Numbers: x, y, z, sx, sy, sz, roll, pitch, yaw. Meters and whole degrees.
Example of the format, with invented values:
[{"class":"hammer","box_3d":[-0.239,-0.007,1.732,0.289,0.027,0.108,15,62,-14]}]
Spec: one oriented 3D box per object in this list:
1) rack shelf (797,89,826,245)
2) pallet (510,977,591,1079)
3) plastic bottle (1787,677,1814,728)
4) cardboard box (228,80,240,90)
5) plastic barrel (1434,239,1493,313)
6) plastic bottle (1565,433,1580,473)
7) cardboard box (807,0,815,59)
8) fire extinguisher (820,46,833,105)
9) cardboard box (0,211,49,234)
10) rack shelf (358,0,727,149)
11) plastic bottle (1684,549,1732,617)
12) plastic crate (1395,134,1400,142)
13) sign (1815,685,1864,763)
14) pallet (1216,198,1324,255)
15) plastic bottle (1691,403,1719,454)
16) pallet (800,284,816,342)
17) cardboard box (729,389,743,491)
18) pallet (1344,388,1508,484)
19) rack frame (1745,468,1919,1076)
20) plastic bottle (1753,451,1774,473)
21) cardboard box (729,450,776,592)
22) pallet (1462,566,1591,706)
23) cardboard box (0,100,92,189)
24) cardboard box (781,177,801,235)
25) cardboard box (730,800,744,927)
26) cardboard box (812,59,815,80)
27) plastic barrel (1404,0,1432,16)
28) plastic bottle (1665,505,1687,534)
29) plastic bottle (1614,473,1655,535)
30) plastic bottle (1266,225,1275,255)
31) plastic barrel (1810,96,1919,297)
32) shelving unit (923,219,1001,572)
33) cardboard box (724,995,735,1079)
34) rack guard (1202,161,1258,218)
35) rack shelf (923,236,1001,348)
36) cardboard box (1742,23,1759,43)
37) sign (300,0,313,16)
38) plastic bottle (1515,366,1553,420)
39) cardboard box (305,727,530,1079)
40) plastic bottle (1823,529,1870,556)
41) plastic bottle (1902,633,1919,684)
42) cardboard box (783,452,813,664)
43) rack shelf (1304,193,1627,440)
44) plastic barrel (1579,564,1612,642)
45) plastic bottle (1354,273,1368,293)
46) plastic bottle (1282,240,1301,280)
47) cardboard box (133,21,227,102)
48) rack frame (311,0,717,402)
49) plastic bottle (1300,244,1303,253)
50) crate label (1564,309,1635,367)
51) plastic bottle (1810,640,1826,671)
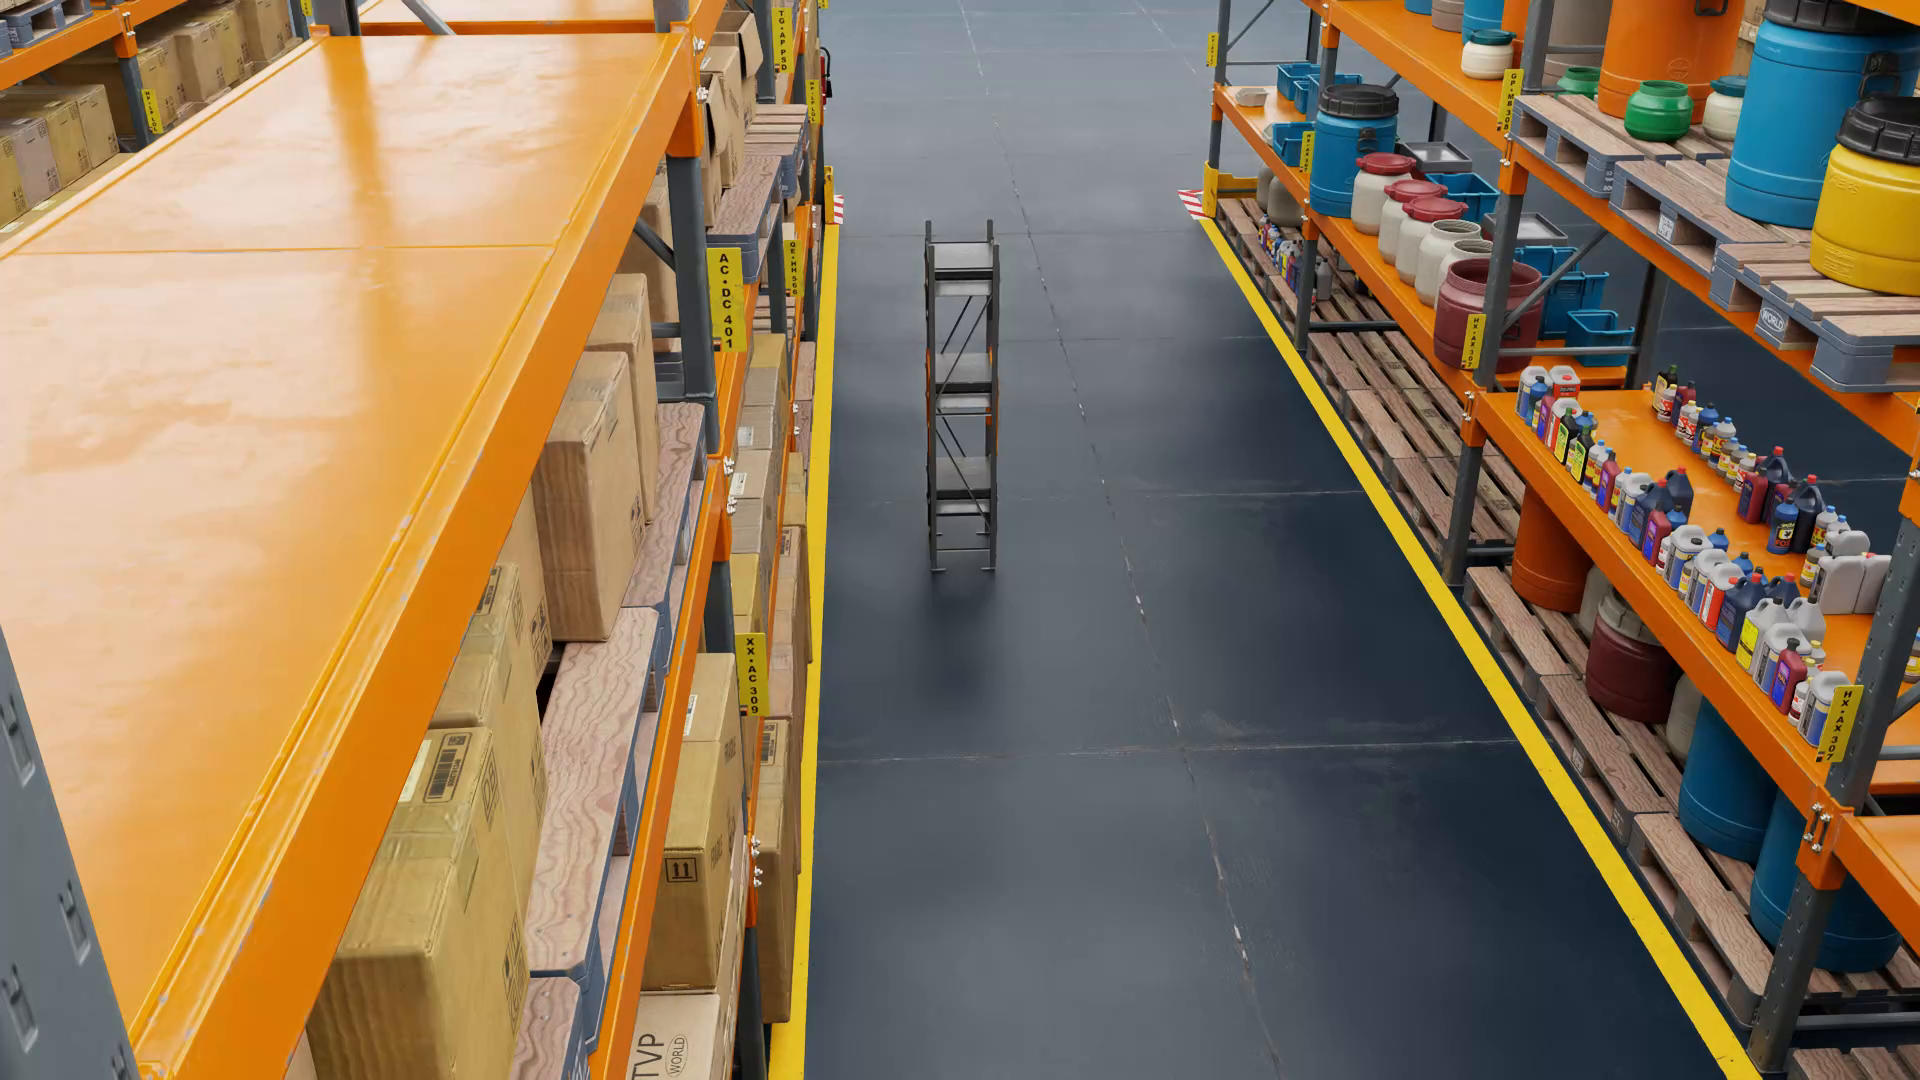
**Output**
[{"class":"rack shelf","box_3d":[-1.776,-3.410,14.823,1.077,0.370,4.000,-1,28,-3]},{"class":"pallet","box_3d":[-1.094,1.103,2.243,1.003,0.211,1.213,-1,28,-3]},{"class":"plastic bottle","box_3d":[3.315,0.630,6.513,0.097,0.201,0.097,0,28,0]},{"class":"cardboard box","box_3d":[-6.751,-3.717,14.471,0.875,0.550,0.500,-1,28,-3]},{"class":"plastic barrel","box_3d":[3.216,-1.597,10.448,0.421,0.512,0.421,0,28,0]},{"class":"plastic bottle","box_3d":[3.193,-0.453,8.589,0.097,0.201,0.097,0,28,0]},{"class":"cardboard box","box_3d":[-1.550,-4.563,14.743,0.500,0.500,0.500,-1,28,-3]},{"class":"fire extinguisher","box_3d":[-1.426,-4.682,16.568,0.296,0.674,0.183,-1,28,-3]},{"class":"cardboard box","box_3d":[-6.254,-1.841,10.928,0.500,0.500,0.500,-2,28,-3]},{"class":"rack shelf","box_3d":[-1.359,-2.198,6.444,1.077,0.370,4.000,-1,28,-3]},{"class":"plastic bottle","box_3d":[3.296,0.186,7.283,0.152,0.276,0.135,-1,28,-3]},{"class":"plastic crate","box_3d":[3.485,-3.465,14.379,0.450,0.188,0.662,-1,28,-3]},{"class":"sign","box_3d":[3.143,0.659,5.943,0.100,0.325,0.005,-1,28,-3]},{"class":"pallet","box_3d":[3.154,-3.127,16.517,1.003,0.211,1.213,-1,28,-3]},{"class":"plastic bottle","box_3d":[3.940,-0.594,8.785,0.097,0.271,0.097,0,28,0]},{"class":"pallet","box_3d":[-1.742,-1.878,14.123,1.003,0.211,1.213,-1,28,-3]},{"class":"cardboard box","box_3d":[-1.368,-0.499,7.270,0.797,0.503,0.637,-1,28,-1]},{"class":"pallet","box_3d":[3.421,-0.762,11.983,1.003,0.211,1.213,-1,28,-3]},{"class":"rack frame","box_3d":[3.692,0.769,6.031,1.000,3.000,0.127,-1,28,-3]},{"class":"plastic bottle","box_3d":[3.990,-0.322,8.249,0.061,0.283,0.133,-1,28,-3]},{"class":"cardboard box","box_3d":[-1.114,-0.076,7.543,0.500,0.500,0.500,-1,28,-2]},{"class":"pallet","box_3d":[3.566,0.522,9.522,1.003,0.211,1.213,-1,28,-3]},{"class":"cardboard box","box_3d":[-6.570,-2.753,11.596,0.700,0.500,0.500,-2,28,-3]},{"class":"cardboard box","box_3d":[-1.489,-2.239,11.234,0.797,0.503,0.637,1,28,3]},{"class":"cardboard box","box_3d":[-0.969,1.021,5.389,0.500,0.250,0.500,-2,28,-4]},{"class":"cardboard box","box_3d":[-1.750,-4.114,14.965,0.875,0.500,0.500,-1,28,-3]},{"class":"plastic barrel","box_3d":[3.518,-4.248,11.865,0.600,0.901,0.708,-1,28,-3]},{"class":"plastic bottle","box_3d":[3.305,-0.035,7.712,0.097,0.271,0.097,0,28,0]},{"class":"plastic bottle","box_3d":[3.255,-0.175,7.976,0.152,0.276,0.135,-1,28,-3]},{"class":"plastic bottle","box_3d":[2.867,-2.755,15.262,0.097,0.271,0.097,0,28,0]},{"class":"plastic barrel","box_3d":[3.442,-1.247,5.996,0.600,0.588,0.600,0,28,0]},{"class":"shelving unit","box_3d":[0.009,-0.855,10.118,0.431,2.100,0.503,-1,28,-3]},{"class":"cardboard box","box_3d":[-0.871,1.489,4.922,0.380,0.149,0.250,-1,28,-2]},{"class":"rack guard","box_3d":[3.117,-3.630,17.169,1.175,0.500,0.348,-1,28,-3]},{"class":"rack shelf","box_3d":[0.009,-1.463,9.800,0.431,0.518,0.480,-1,28,-3]},{"class":"cardboard box","box_3d":[7.834,-4.914,16.118,0.380,0.149,0.250,-2,28,-4]},{"class":"sign","box_3d":[-6.297,-5.205,15.977,0.100,0.325,0.005,-1,28,-3]},{"class":"plastic bottle","box_3d":[3.183,-0.815,9.203,0.152,0.276,0.135,-1,28,-3]},{"class":"cardboard box","box_3d":[-1.035,0.630,2.385,0.700,0.500,0.500,-2,28,-5]},{"class":"plastic bottle","box_3d":[3.988,0.067,7.513,0.152,0.276,0.135,-1,28,-3]},{"class":"plastic bottle","box_3d":[3.906,0.477,6.806,0.097,0.201,0.097,0,28,0]},{"class":"cardboard box","box_3d":[-1.448,0.117,9.126,1.225,0.875,0.875,-3,28,-5]},{"class":"rack shelf","box_3d":[3.379,-1.682,11.510,1.077,0.370,4.000,-1,28,-3]},{"class":"plastic barrel","box_3d":[3.645,0.323,9.123,0.421,0.512,0.421,0,28,0]},{"class":"plastic bottle","box_3d":[3.503,-2.325,14.353,0.144,0.351,0.185,-1,28,-3]},{"class":"plastic bottle","box_3d":[2.926,-2.474,14.638,0.144,0.351,0.185,-2,28,-3]},{"class":"cardboard box","box_3d":[-6.651,-3.953,13.755,0.875,0.550,0.550,-1,28,-3]},{"class":"rack frame","box_3d":[-1.254,-1.771,4.415,1.000,3.000,0.127,-1,28,-3]},{"class":"plastic bottle","box_3d":[3.027,-2.458,14.681,0.061,0.283,0.133,-1,28,-3]},{"class":"crate label","box_3d":[3.836,-1.207,10.002,0.303,0.233,0.416,-1,28,-3]},{"class":"plastic bottle","box_3d":[3.453,0.503,6.757,0.097,0.201,0.097,0,28,0]}]
